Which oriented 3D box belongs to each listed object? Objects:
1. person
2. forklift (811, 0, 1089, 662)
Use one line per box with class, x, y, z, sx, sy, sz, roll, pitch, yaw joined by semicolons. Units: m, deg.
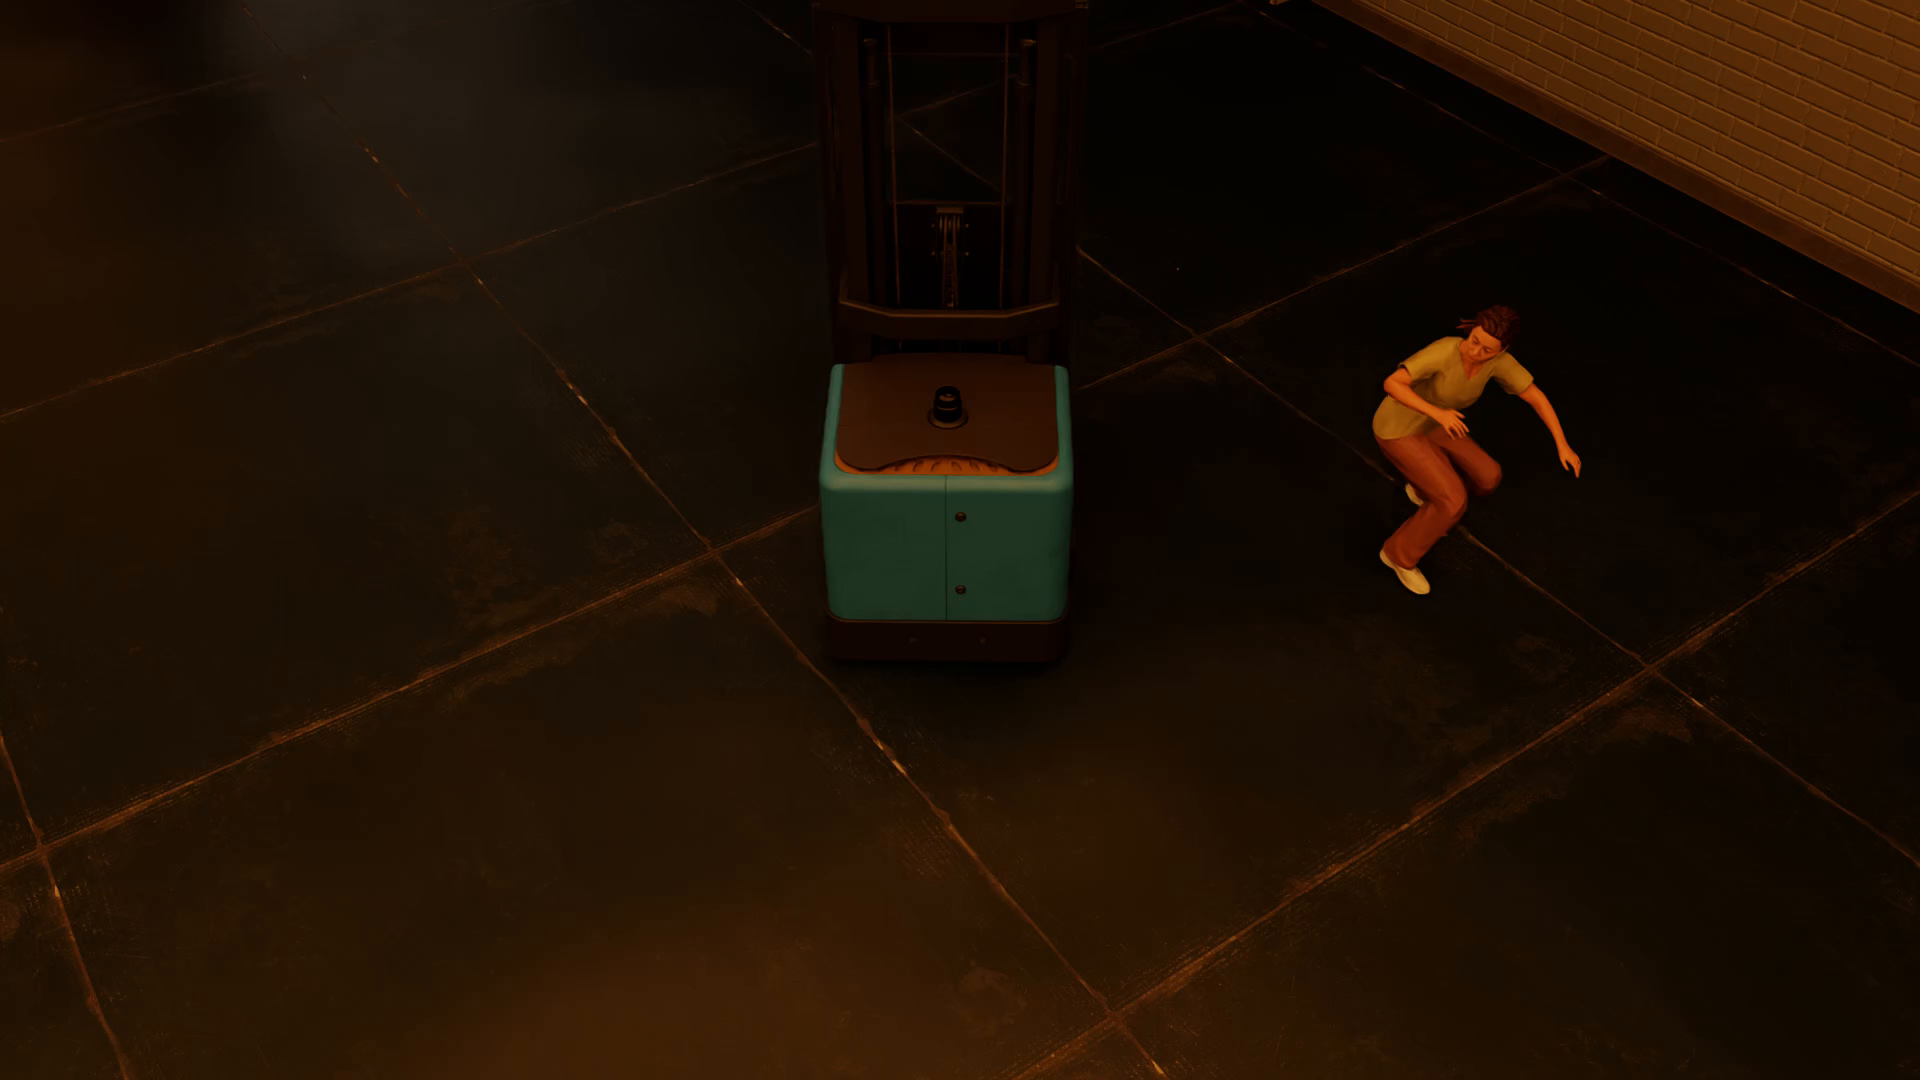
person;2.148;-0.443;7.417;0.593;1.097;0.564;-28;49;-27
forklift;-0.036;-1.525;7.370;1.130;2.935;3.031;1;43;1
